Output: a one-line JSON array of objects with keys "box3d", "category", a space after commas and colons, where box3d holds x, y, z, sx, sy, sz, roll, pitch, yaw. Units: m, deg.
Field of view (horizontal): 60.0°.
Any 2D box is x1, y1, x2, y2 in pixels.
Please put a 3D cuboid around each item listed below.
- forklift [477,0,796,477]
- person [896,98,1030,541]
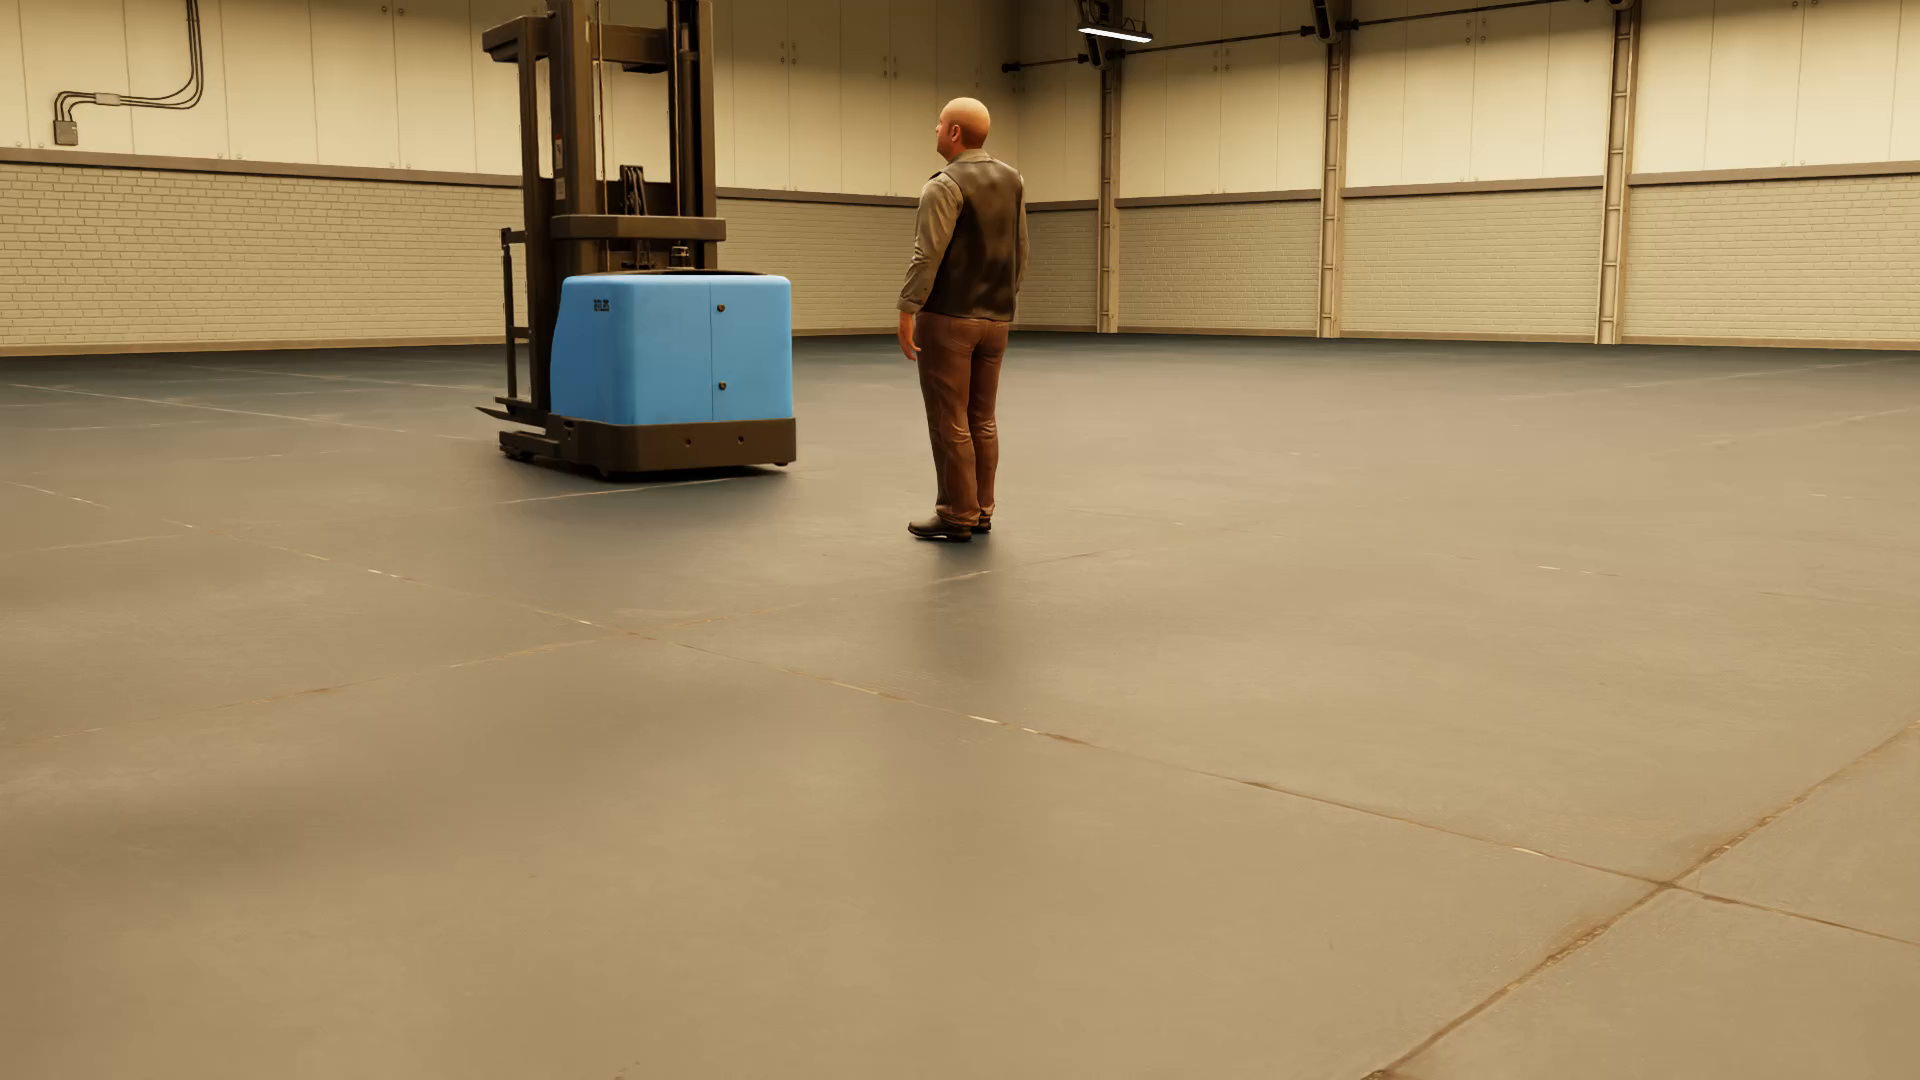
[{"box3d": [-2.119, -1.953, 9.842, 1.130, 2.935, 3.031, -6, 10, -33], "category": "forklift"}, {"box3d": [-0.040, -0.866, 6.636, 0.566, 1.722, 0.633, 8, 12, 43], "category": "person"}]
